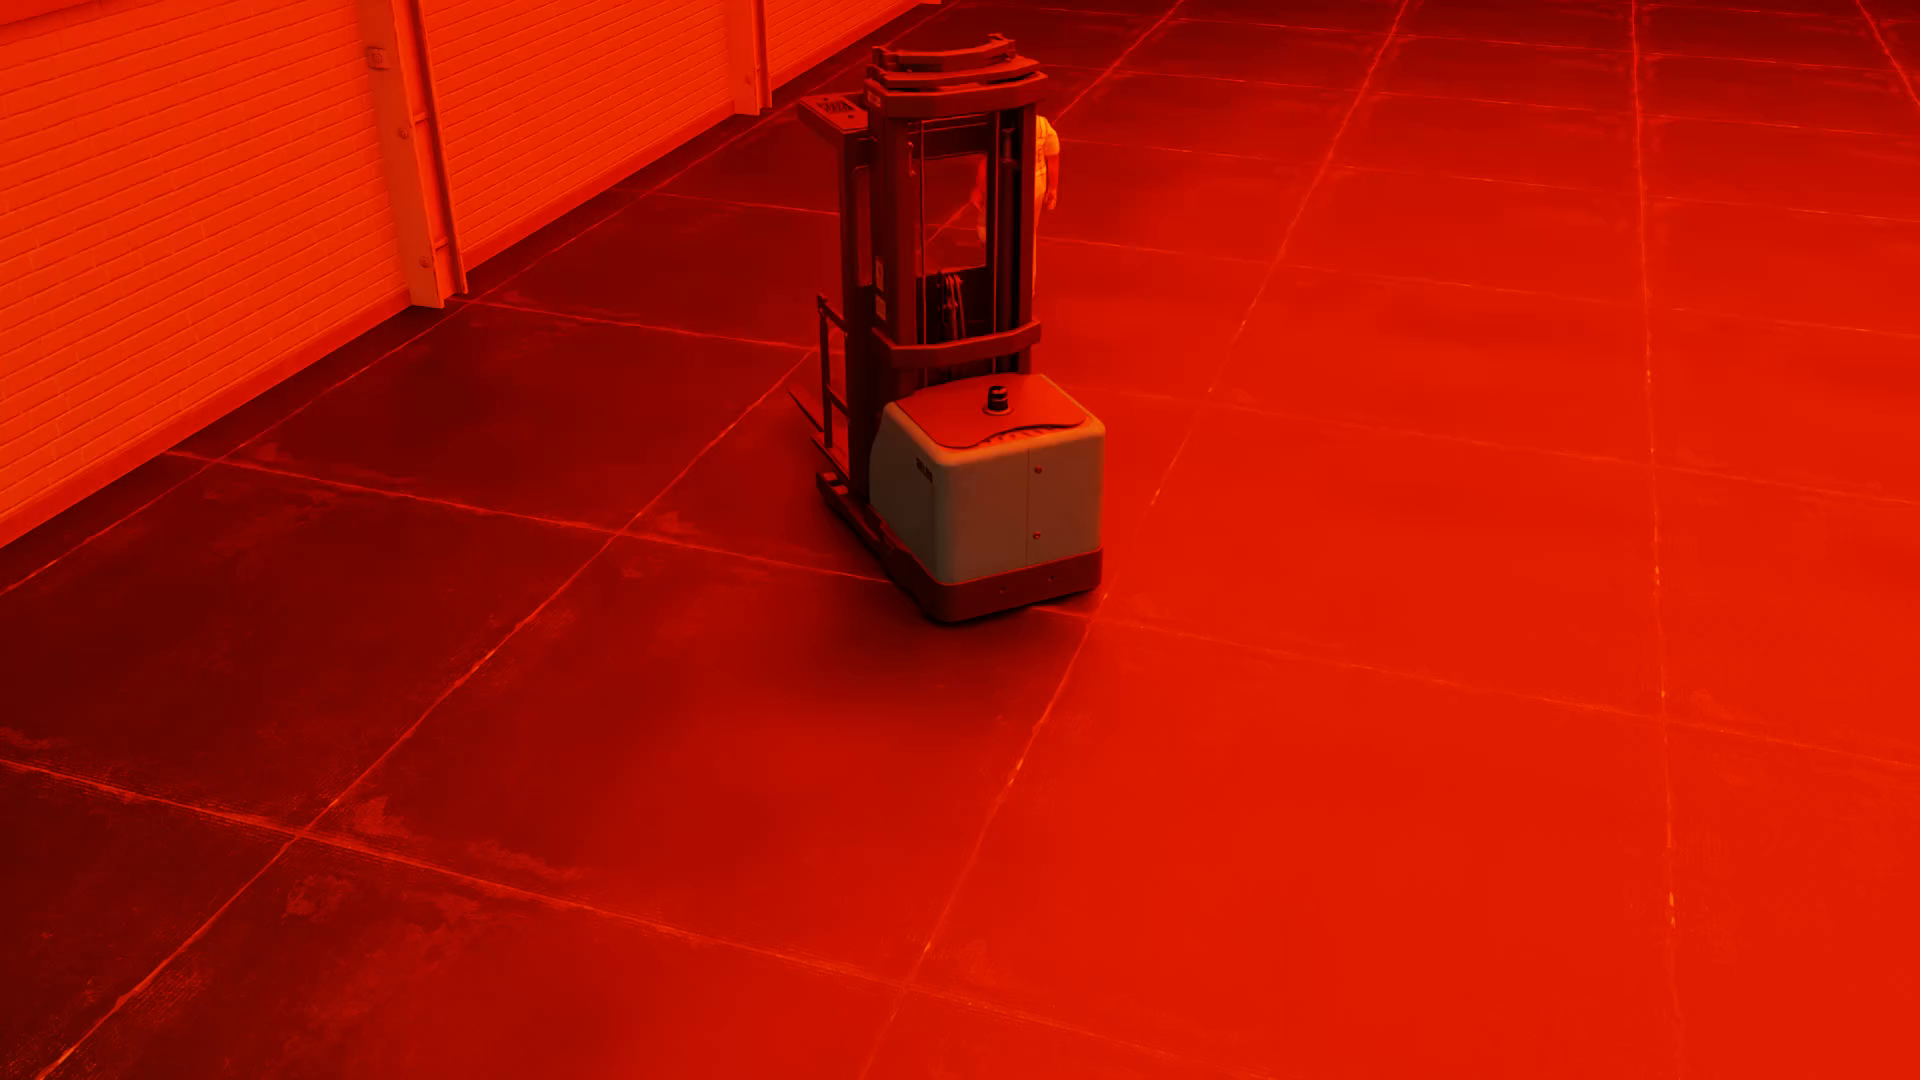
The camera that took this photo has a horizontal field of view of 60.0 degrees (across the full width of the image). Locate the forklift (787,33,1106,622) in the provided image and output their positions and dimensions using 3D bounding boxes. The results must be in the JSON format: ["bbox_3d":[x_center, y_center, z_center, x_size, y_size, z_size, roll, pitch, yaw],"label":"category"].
[{"bbox_3d":[-0.259,-1.531,9.822,1.130,2.935,3.031,-13,32,-21],"label":"forklift"}]

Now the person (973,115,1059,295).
[{"bbox_3d":[0.422,-2.796,13.258,0.682,1.731,0.485,-13,32,-21],"label":"person"}]
